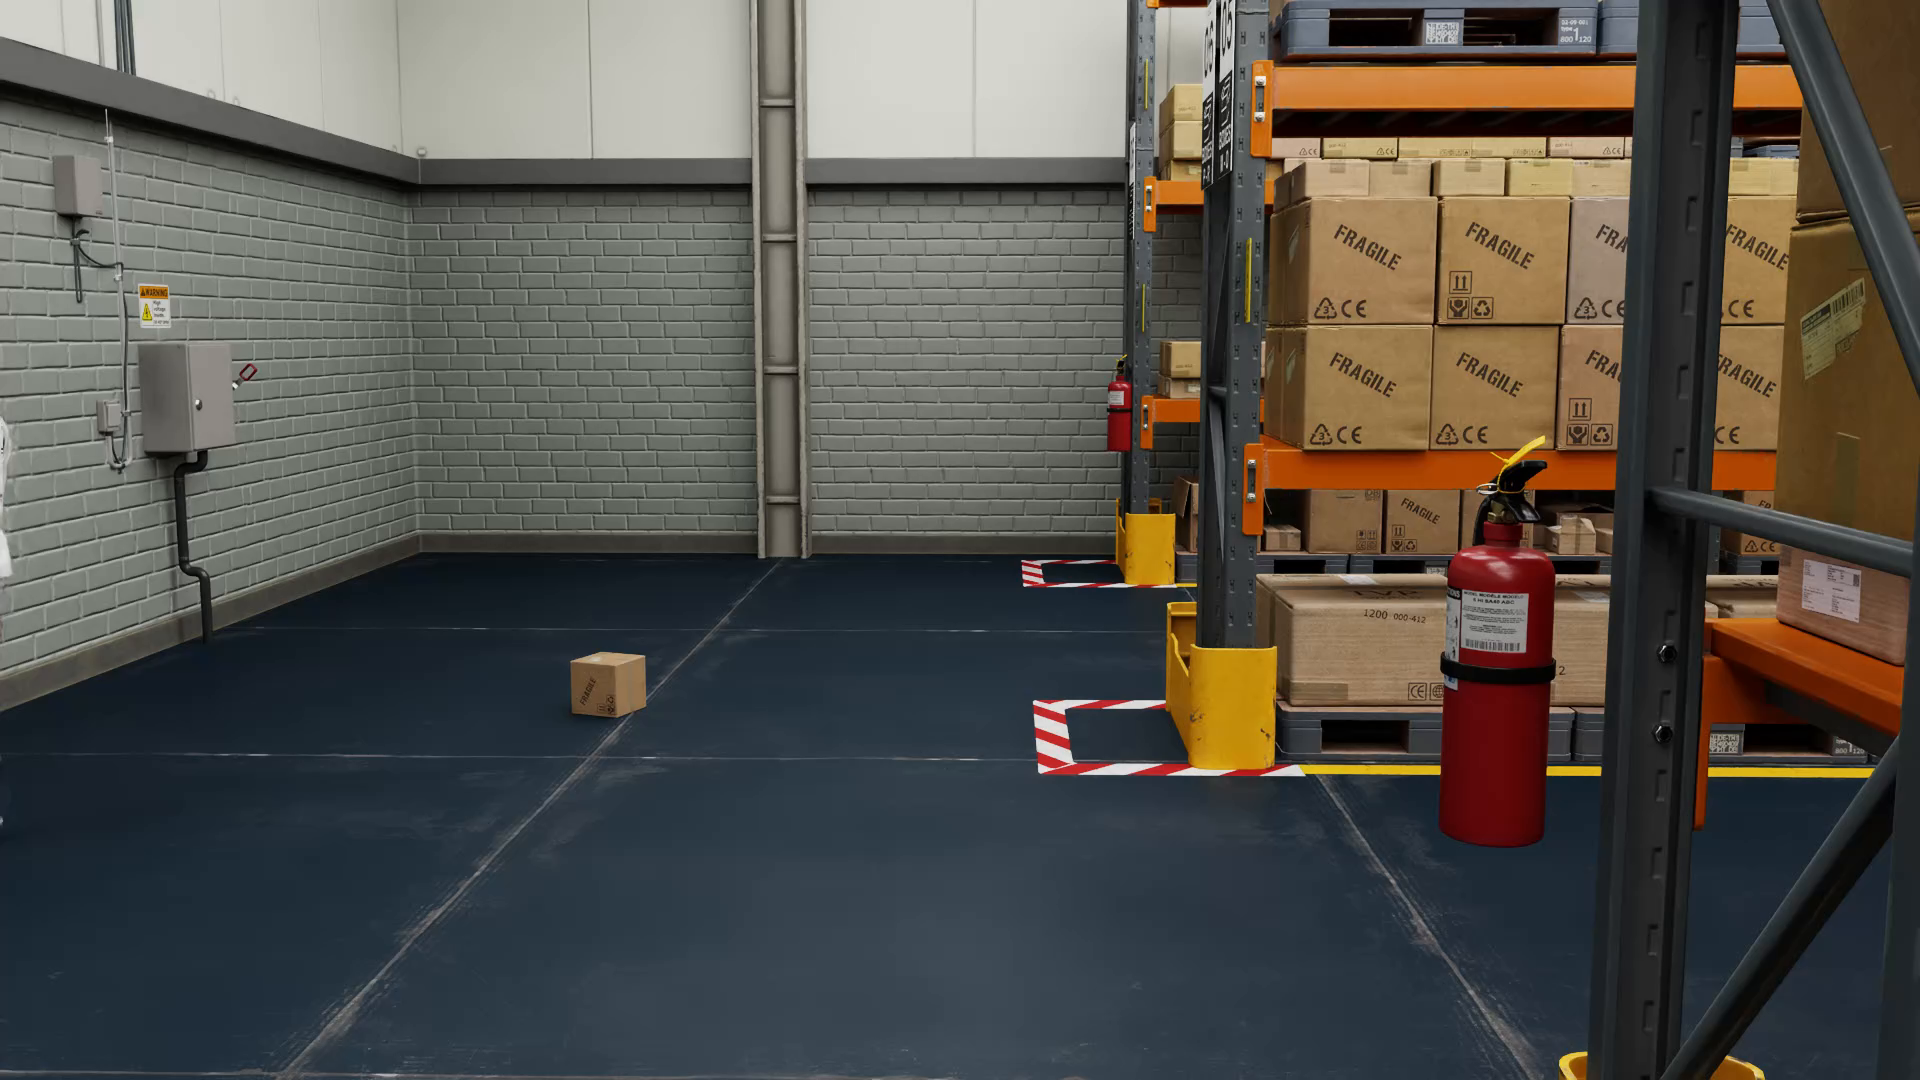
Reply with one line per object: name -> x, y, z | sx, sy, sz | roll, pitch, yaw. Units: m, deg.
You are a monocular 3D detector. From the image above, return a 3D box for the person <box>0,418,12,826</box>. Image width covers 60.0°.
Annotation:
person -> -3.557, 0.172, 5.810 | 0.468, 1.830, 0.617 | -5, 9, -34
